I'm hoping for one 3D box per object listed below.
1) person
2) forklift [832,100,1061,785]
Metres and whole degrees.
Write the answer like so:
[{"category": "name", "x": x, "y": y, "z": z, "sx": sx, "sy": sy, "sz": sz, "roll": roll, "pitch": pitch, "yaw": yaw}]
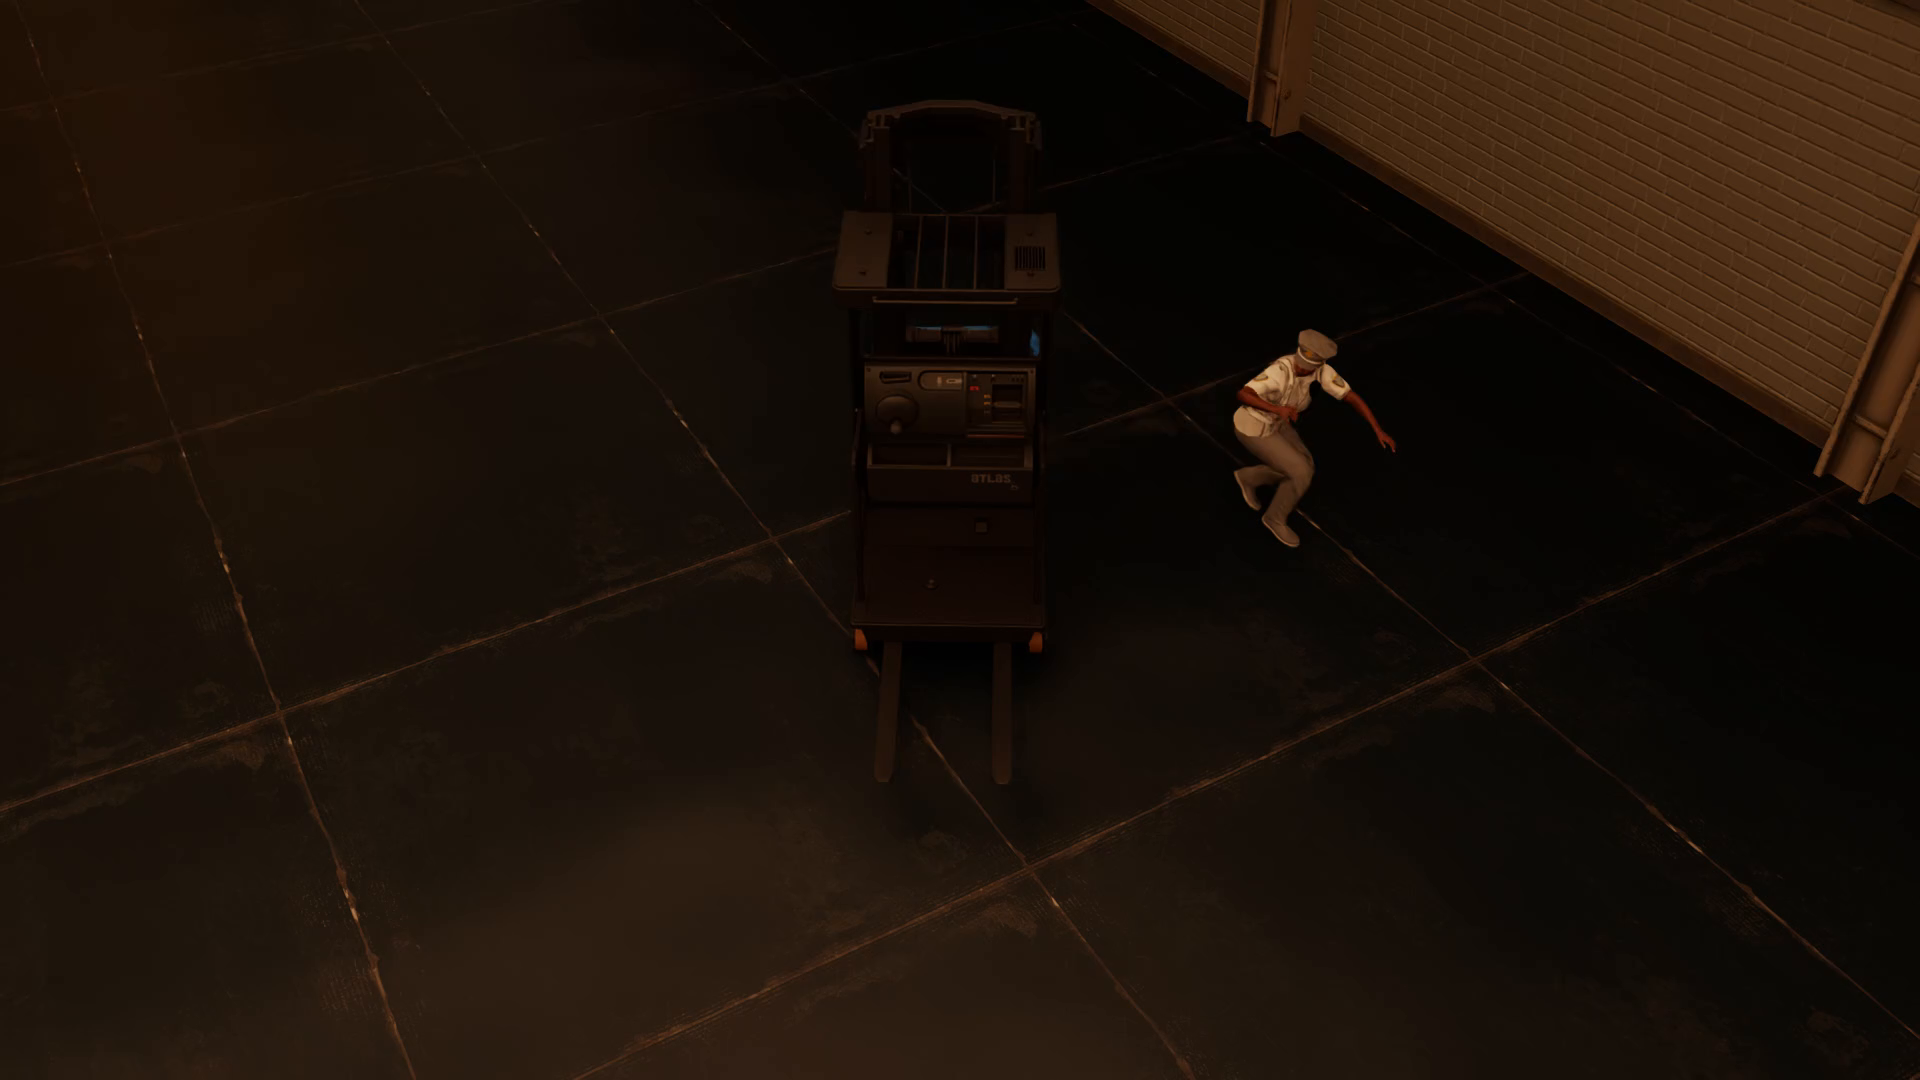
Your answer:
[{"category": "person", "x": 2.055, "y": -0.578, "z": 9.948, "sx": 0.972, "sy": 1.396, "sz": 0.690, "roll": 28, "pitch": 47, "yaw": 29}, {"category": "forklift", "x": -0.056, "y": -0.682, "z": 8.859, "sx": 1.130, "sy": 2.935, "sz": 3.031, "roll": 1, "pitch": 40, "yaw": 1}]
